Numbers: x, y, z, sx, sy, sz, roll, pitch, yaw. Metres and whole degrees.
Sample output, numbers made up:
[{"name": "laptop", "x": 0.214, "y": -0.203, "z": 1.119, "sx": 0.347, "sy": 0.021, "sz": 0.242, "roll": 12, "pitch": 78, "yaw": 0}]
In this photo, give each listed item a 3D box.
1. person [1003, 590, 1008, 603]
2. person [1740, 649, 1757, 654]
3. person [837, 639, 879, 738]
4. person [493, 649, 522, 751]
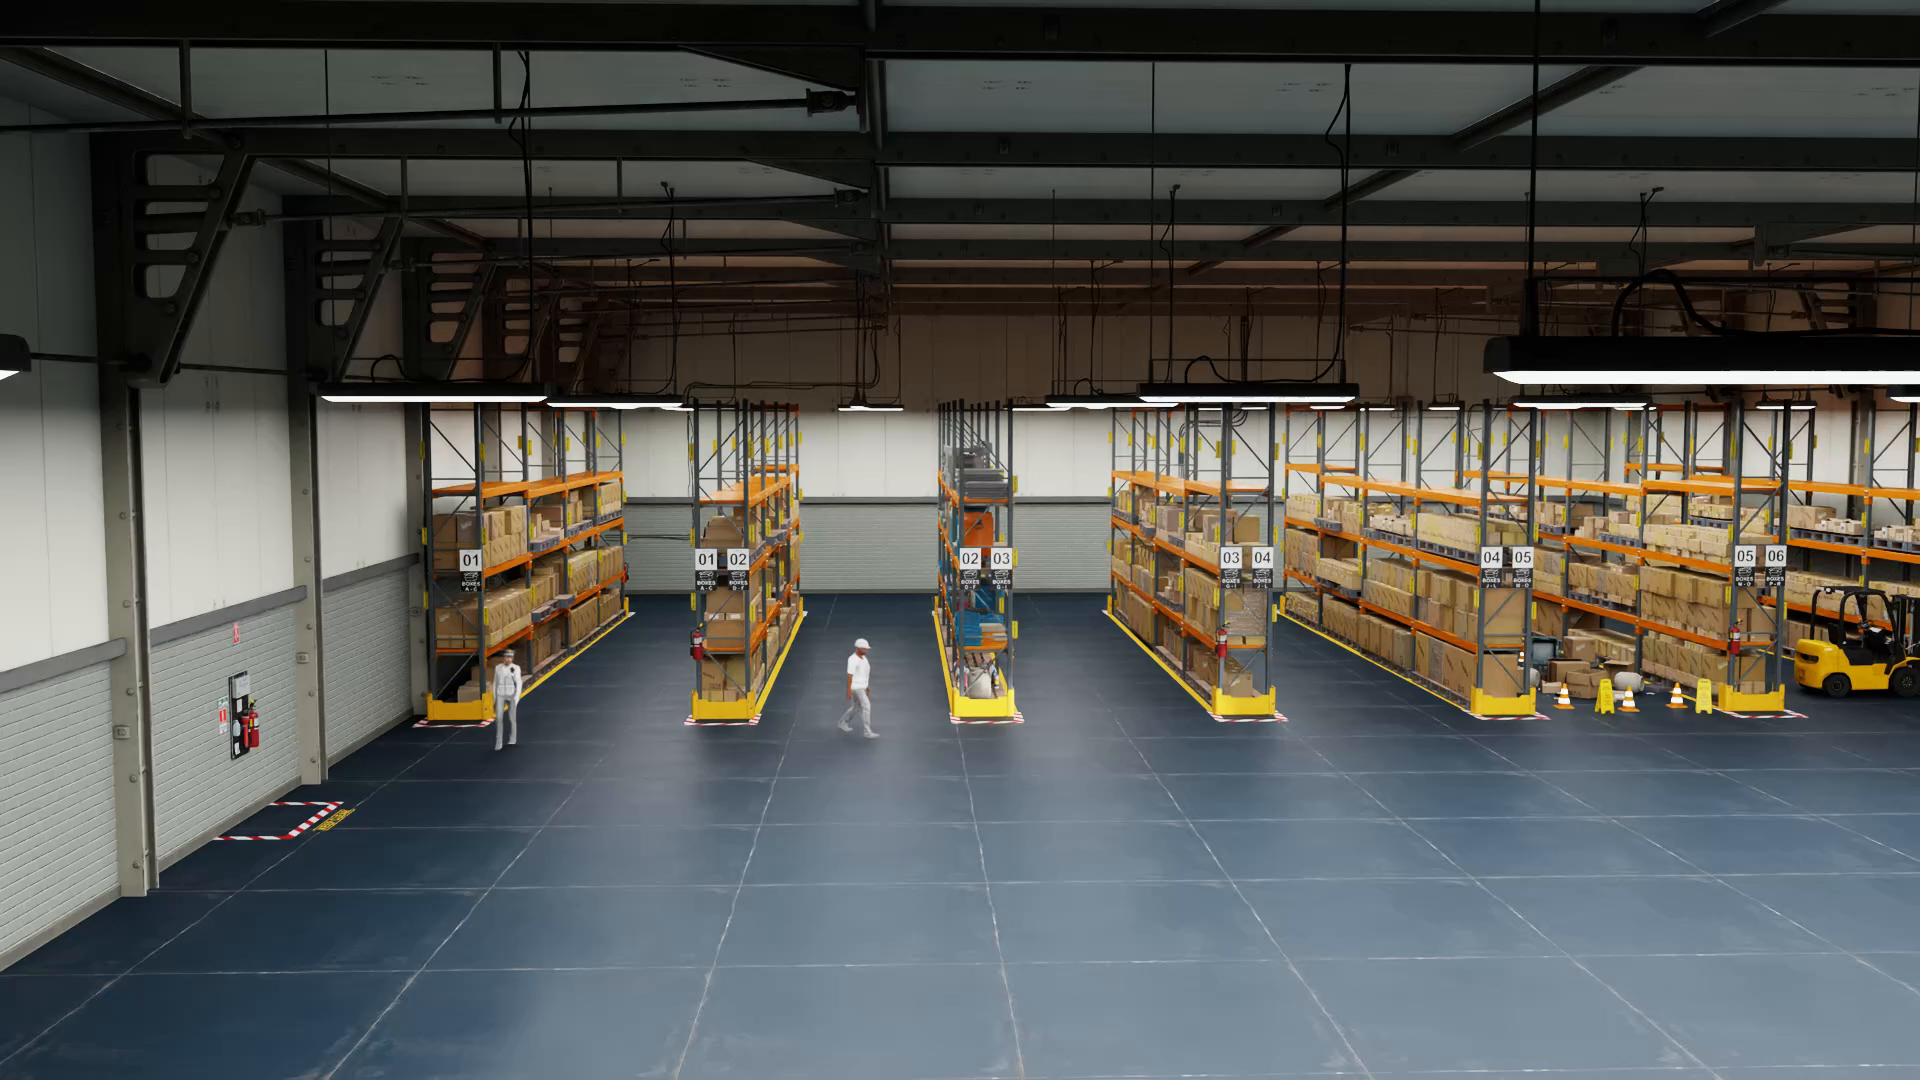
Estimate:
[{"name": "person", "x": 1.062, "y": 1.490, "z": 45.258, "sx": 0.426, "sy": 1.554, "sz": 0.899, "roll": -1, "pitch": 5, "yaw": -18}, {"name": "person", "x": 16.972, "y": 2.170, "z": 35.982, "sx": 0.588, "sy": 1.640, "sz": 0.797, "roll": 0, "pitch": 4, "yaw": -5}, {"name": "person", "x": -1.809, "y": 2.616, "z": 29.555, "sx": 0.894, "sy": 1.739, "sz": 0.574, "roll": 1, "pitch": 4, "yaw": 15}, {"name": "person", "x": -7.792, "y": 2.736, "z": 28.564, "sx": 0.510, "sy": 1.706, "sz": 0.644, "roll": -1, "pitch": 4, "yaw": -8}]
